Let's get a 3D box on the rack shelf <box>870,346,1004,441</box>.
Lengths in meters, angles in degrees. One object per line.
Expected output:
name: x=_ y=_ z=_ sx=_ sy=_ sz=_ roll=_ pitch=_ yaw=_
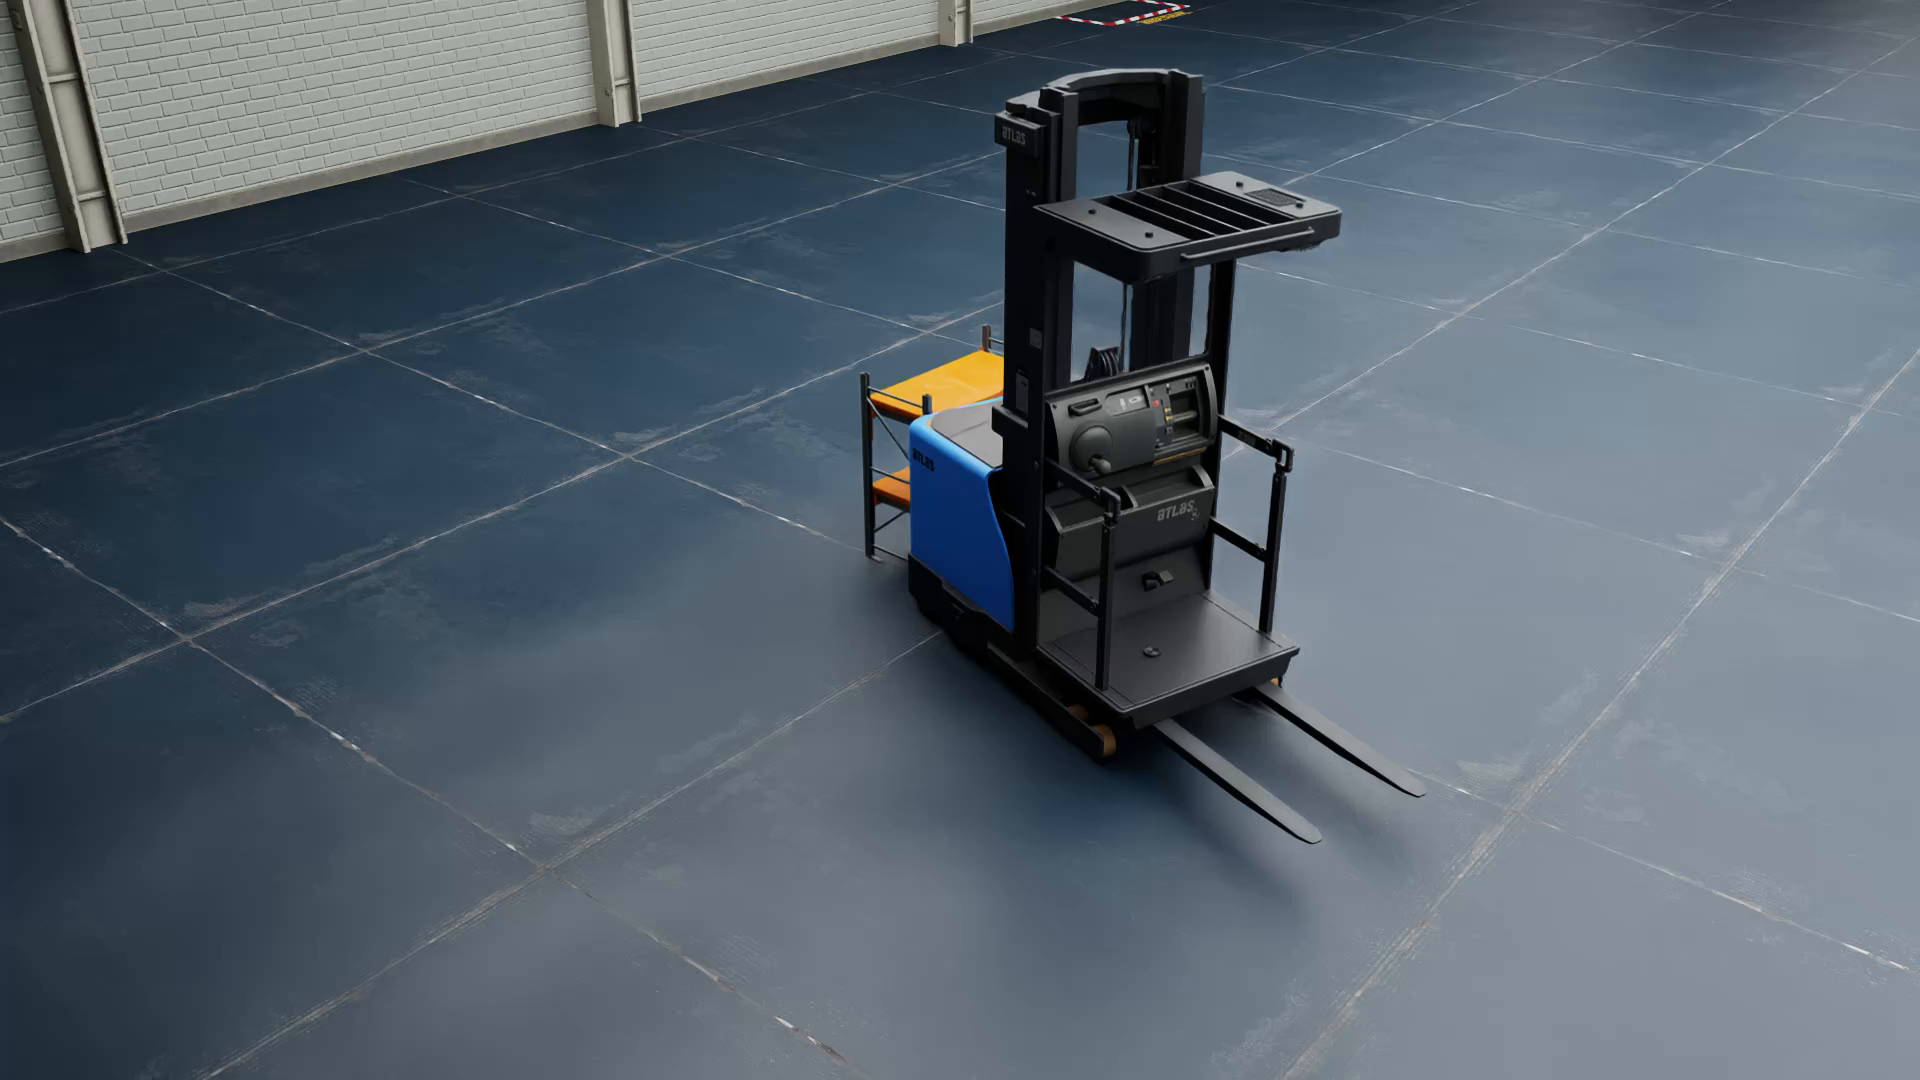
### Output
rack shelf: x=-0.009 y=-0.771 z=9.379 sx=0.538 sy=0.278 sz=1.000 roll=22 pitch=35 yaw=36

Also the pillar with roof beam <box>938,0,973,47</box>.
pillar with roof beam: x=3.260 y=-9.634 z=18.578 sx=9.100 sy=9.000 sz=0.400 roll=21 pitch=34 yaw=34

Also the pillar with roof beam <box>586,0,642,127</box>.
pillar with roof beam: x=-0.557 y=-7.506 z=14.466 sx=9.100 sy=9.000 sz=0.400 roll=21 pitch=34 yaw=34

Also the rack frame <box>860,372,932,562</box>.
rack frame: x=-0.346 y=-0.337 z=9.176 sx=0.500 sy=1.125 sz=0.032 roll=22 pitch=35 yaw=36

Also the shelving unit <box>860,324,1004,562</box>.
shelving unit: x=-0.009 y=-0.511 z=9.514 sx=0.538 sy=1.125 sz=1.048 roll=22 pitch=35 yaw=36

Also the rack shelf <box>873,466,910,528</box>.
rack shelf: x=-0.009 y=-0.294 z=9.626 sx=0.538 sy=0.278 sz=1.000 roll=22 pitch=35 yaw=36

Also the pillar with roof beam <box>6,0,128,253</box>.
pillar with roof beam: x=-4.373 y=-5.379 z=10.354 sx=9.100 sy=9.000 sz=0.400 roll=21 pitch=34 yaw=34

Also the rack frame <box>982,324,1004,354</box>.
rack frame: x=0.329 y=-0.686 z=9.852 sx=0.500 sy=1.125 sz=0.032 roll=22 pitch=35 yaw=36

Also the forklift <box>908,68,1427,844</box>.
forklift: x=0.928 y=-0.523 z=7.572 sx=1.130 sy=2.935 sz=3.031 roll=-16 pitch=31 yaw=-28
